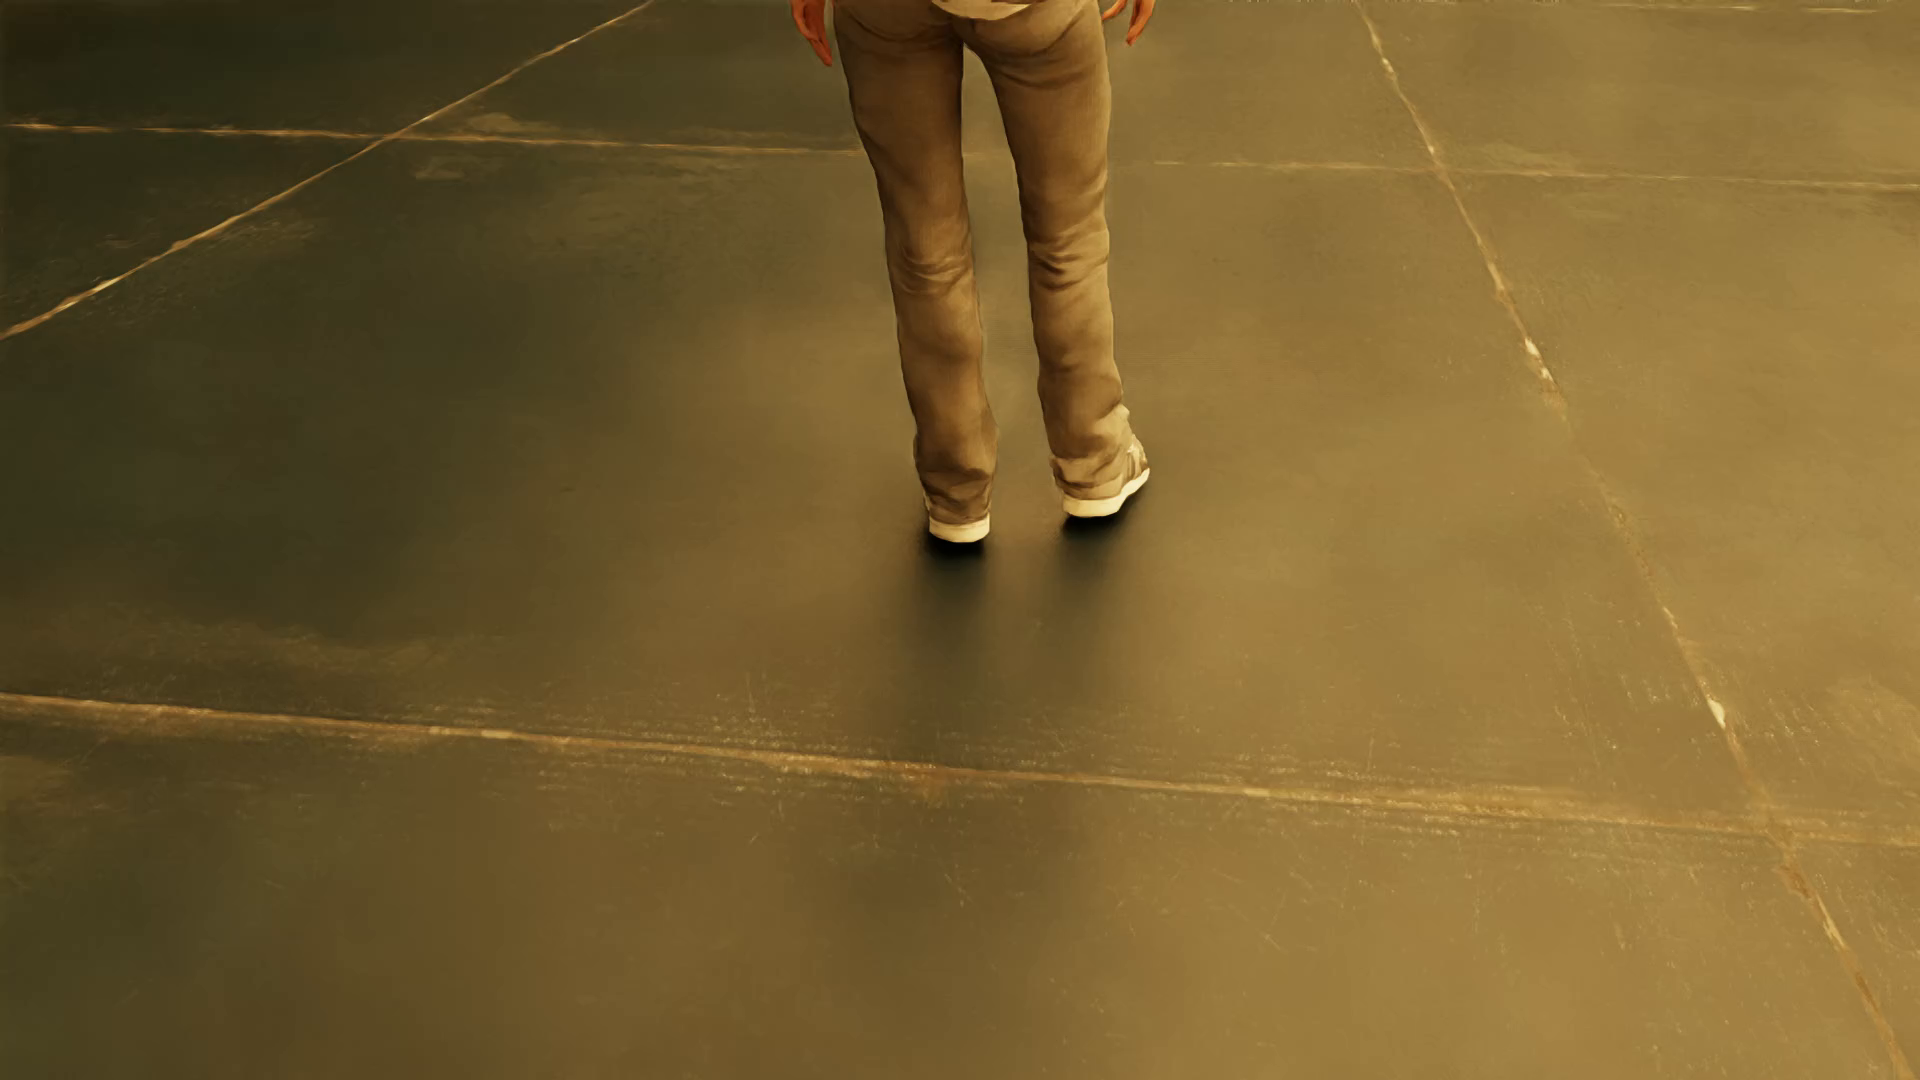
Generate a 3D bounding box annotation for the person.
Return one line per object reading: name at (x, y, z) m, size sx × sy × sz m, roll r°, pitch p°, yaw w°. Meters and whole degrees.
person at (0.023, -0.753, 2.204) m, size 0.521 × 1.597 × 0.474 m, roll 3°, pitch 27°, yaw 7°
